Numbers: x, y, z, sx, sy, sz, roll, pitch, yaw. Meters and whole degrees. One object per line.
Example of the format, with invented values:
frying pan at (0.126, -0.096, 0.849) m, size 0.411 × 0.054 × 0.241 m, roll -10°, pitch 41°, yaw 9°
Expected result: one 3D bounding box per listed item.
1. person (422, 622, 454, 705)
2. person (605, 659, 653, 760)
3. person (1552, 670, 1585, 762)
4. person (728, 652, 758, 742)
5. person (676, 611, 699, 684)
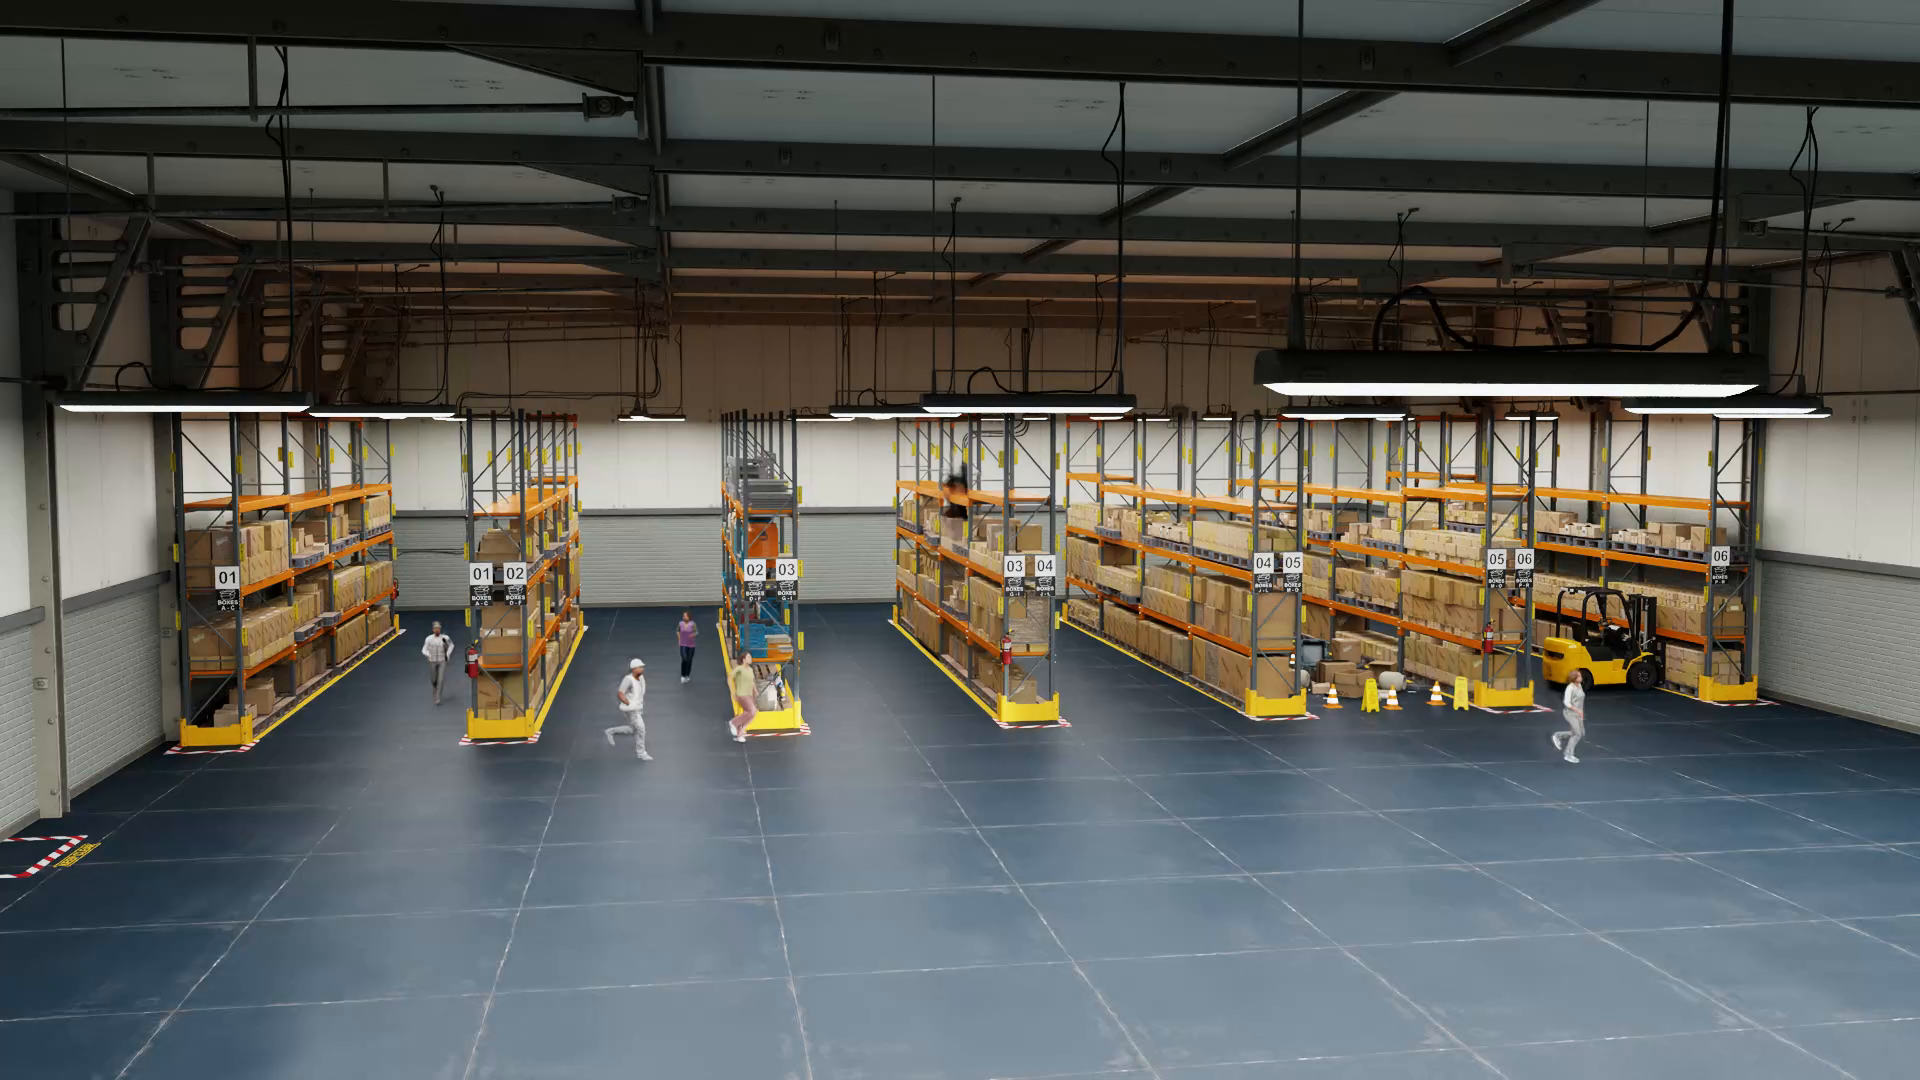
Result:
person at (-10.700, 2.495, 34.094) m, size 0.618 × 1.669 × 0.890 m, roll -1°, pitch 4°, yaw -15°
person at (-5.670, 2.896, 28.394) m, size 0.872 × 1.759 × 0.696 m, roll 1°, pitch 4°, yaw 11°
person at (10.374, 2.981, 28.282) m, size 0.606 × 1.573 × 0.555 m, roll 4°, pitch 5°, yaw 42°
person at (-3.848, 2.828, 30.080) m, size 0.516 × 1.585 × 0.613 m, roll 2°, pitch 5°, yaw 29°
person at (-6.016, 2.375, 36.732) m, size 0.507 × 1.620 × 0.679 m, roll -1°, pitch 4°, yaw -9°
